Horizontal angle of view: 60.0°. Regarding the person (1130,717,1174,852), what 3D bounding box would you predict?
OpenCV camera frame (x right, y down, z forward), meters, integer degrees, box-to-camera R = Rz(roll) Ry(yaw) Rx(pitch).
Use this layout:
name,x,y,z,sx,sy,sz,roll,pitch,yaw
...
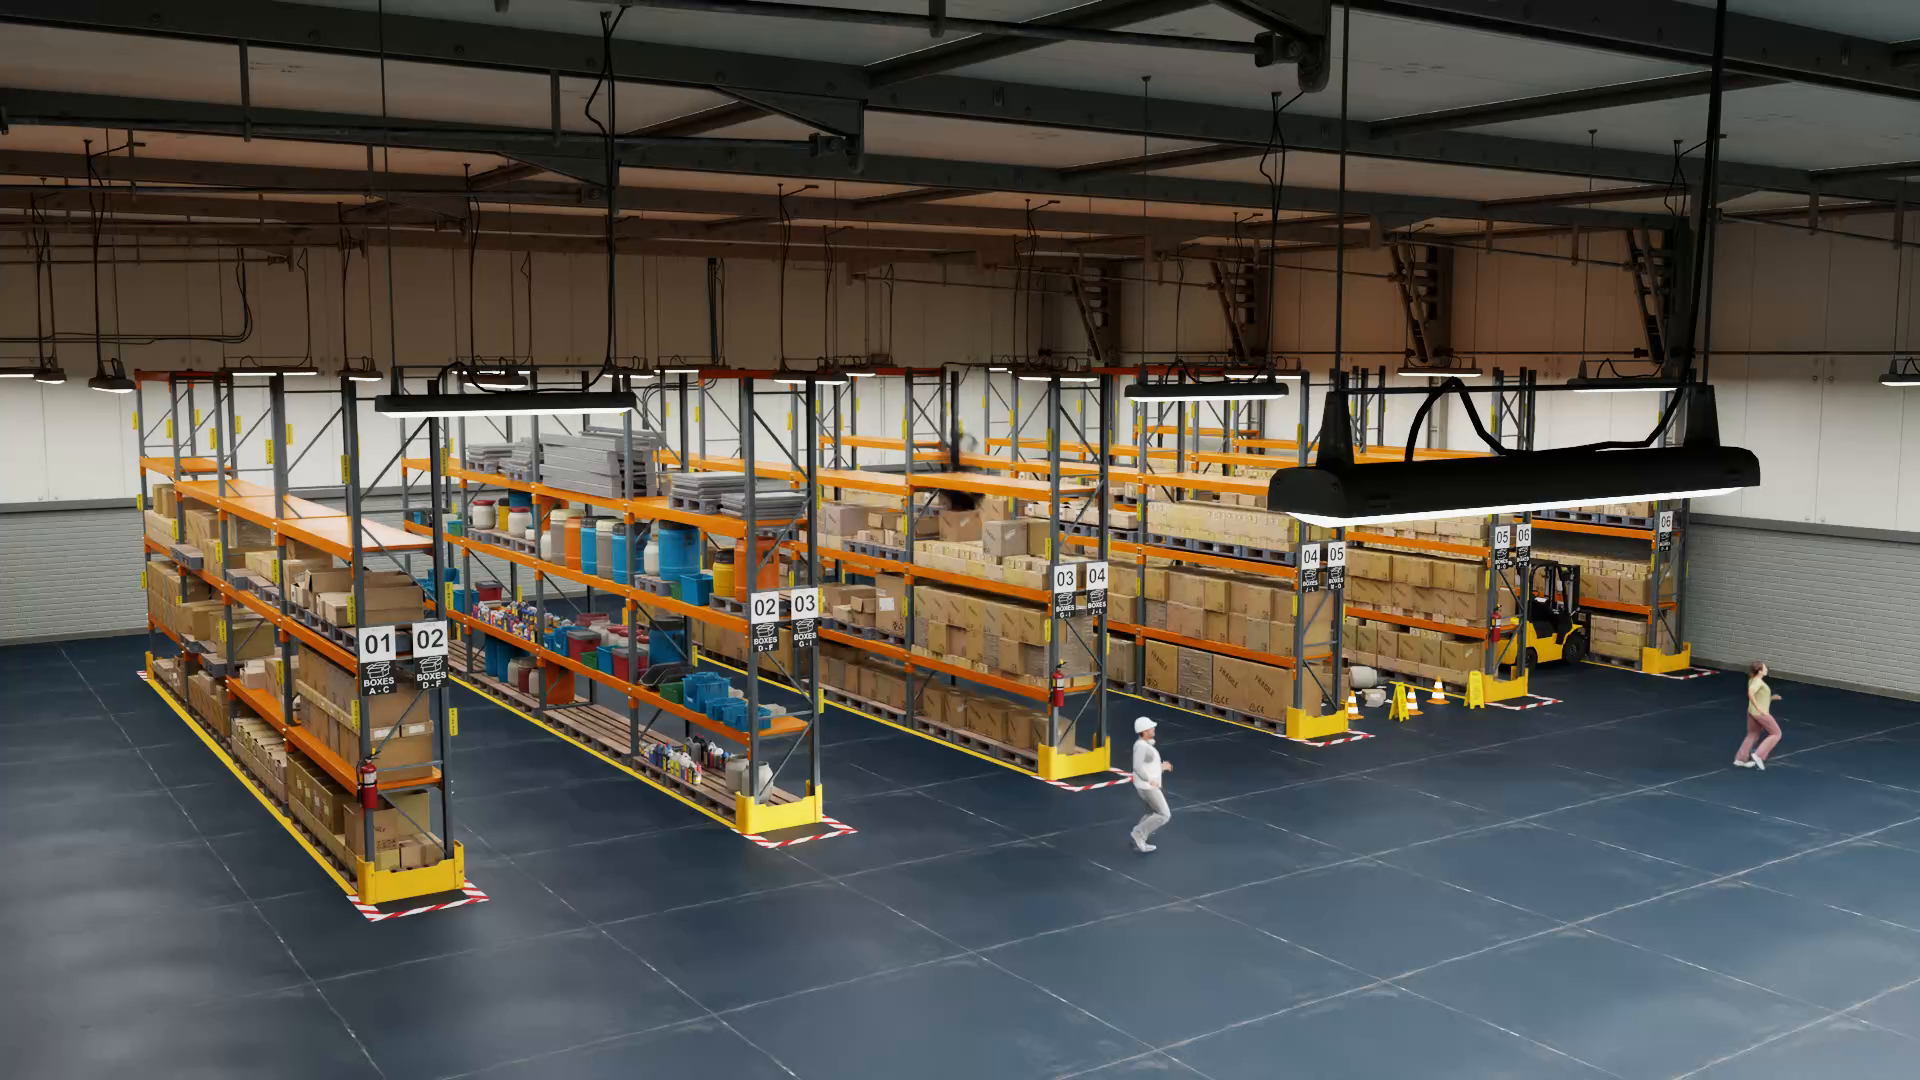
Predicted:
name,x,y,z,sx,sy,sz,roll,pitch,yaw
person,2.438,3.094,21.036,0.577,1.727,0.651,0,6,0

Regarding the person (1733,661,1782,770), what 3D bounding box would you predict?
name,x,y,z,sx,sy,sz,roll,pitch,yaw
person,12.121,2.656,25.222,0.656,1.659,0.549,0,6,3

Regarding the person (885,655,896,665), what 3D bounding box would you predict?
name,x,y,z,sx,sy,sz,roll,pitch,yaw
person,-1.310,1.789,32.931,0.603,1.649,0.546,-5,8,-37
